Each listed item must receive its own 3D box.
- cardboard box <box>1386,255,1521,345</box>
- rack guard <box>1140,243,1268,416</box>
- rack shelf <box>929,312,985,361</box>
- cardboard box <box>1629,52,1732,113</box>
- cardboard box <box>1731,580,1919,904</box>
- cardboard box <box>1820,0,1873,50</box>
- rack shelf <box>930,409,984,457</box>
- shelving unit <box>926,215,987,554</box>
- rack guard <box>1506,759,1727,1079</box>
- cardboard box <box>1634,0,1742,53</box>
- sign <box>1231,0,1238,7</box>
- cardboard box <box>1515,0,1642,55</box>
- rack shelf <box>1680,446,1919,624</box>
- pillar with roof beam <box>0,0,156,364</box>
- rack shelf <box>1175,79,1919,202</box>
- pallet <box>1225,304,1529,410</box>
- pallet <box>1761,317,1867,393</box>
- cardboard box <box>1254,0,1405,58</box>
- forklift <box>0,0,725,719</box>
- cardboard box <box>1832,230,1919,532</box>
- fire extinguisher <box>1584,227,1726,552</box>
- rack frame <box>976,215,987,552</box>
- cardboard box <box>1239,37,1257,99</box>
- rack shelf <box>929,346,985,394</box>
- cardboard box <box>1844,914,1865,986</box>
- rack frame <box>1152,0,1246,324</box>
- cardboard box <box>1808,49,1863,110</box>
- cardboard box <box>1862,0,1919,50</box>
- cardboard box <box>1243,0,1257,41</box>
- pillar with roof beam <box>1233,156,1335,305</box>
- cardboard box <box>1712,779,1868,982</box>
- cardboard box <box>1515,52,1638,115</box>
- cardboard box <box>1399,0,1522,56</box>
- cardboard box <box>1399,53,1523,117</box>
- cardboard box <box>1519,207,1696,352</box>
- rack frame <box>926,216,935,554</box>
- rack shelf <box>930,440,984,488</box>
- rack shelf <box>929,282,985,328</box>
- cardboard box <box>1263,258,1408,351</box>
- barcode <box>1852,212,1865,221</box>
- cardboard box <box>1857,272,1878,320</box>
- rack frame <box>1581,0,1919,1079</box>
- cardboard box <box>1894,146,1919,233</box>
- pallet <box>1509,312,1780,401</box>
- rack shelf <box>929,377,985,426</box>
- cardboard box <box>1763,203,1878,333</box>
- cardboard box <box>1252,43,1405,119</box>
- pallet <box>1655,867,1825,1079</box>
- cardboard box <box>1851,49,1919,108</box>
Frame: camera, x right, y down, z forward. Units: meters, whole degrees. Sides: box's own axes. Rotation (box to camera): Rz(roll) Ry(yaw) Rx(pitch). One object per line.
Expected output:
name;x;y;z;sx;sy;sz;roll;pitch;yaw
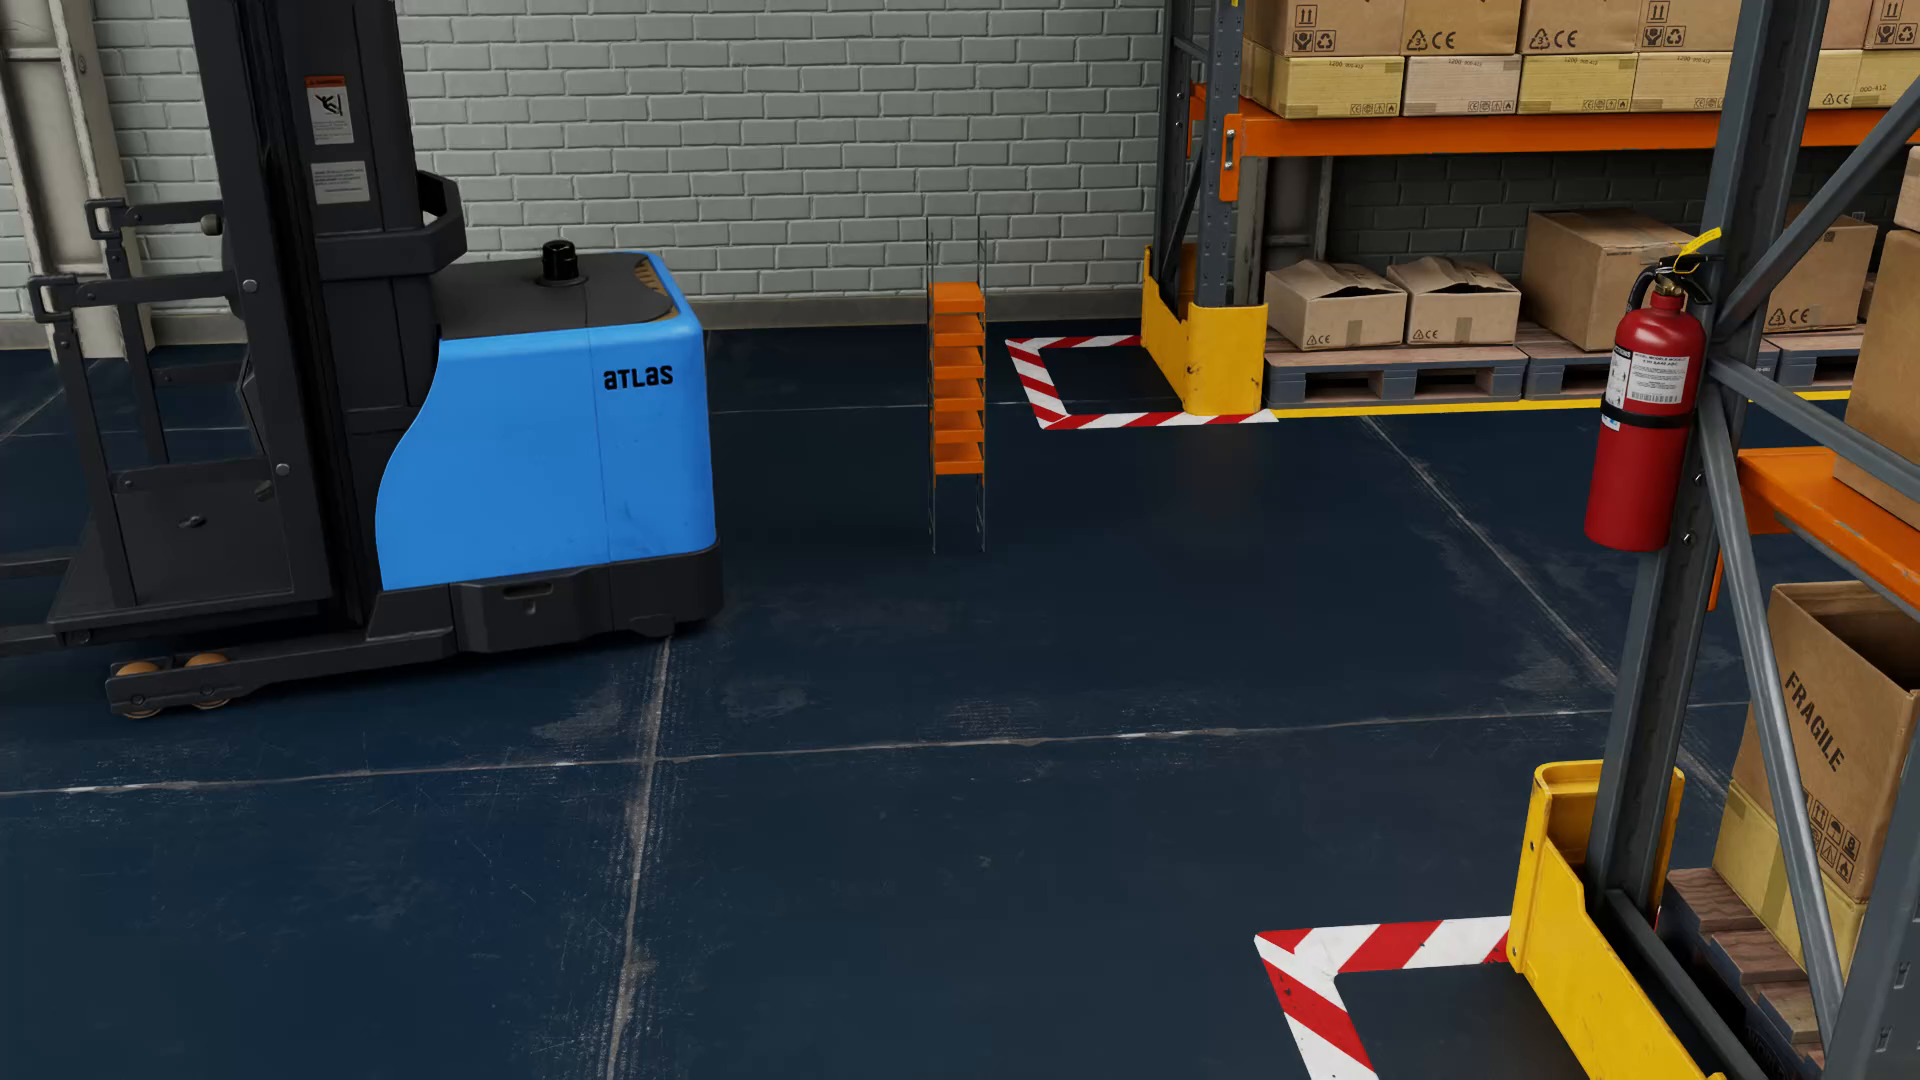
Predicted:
cardboard box;2.336;-1.155;7.923;0.500;0.311;0.500;0;24;-1
rack guard;1.147;-1.029;7.950;0.348;0.500;1.175;-2;24;-5
rack shelf;-0.014;-0.726;5.926;0.180;0.103;0.258;-2;24;-5
cardboard box;3.114;-2.064;7.360;0.500;0.250;0.500;-2;24;-5
cardboard box;2.066;0.414;3.570;0.500;0.500;0.500;-2;24;-5
cardboard box;3.613;-2.429;7.259;0.500;0.500;0.500;-3;24;-7
rack shelf;-0.014;-0.397;6.072;0.180;0.103;0.258;-2;24;-5
shelving unit;-0.014;-0.548;6.005;0.189;1.200;0.258;-2;24;-5
rack guard;1.538;0.977;3.436;0.348;0.500;1.175;-2;24;-5
cardboard box;3.096;-2.408;7.212;0.500;0.500;0.500;-2;24;-3
sign;1.125;-2.345;6.766;0.005;0.325;0.100;-2;24;-5
cardboard box;2.583;-2.383;7.155;0.500;0.500;0.500;-3;24;-7
rack shelf;3.552;0.083;3.256;4.000;0.370;1.077;-2;24;-5
pillar with roof beam;-3.865;-3.308;2.612;0.400;9.000;9.100;-2;24;-5
rack shelf;3.061;-1.919;7.761;4.000;0.370;1.077;-2;24;-5
pallet;1.959;-0.915;8.049;1.213;0.211;1.003;-2;24;-5
pallet;4.387;-1.013;8.268;1.213;0.211;1.003;-2;24;-5
cardboard box;1.576;-2.349;7.079;0.500;0.500;0.500;-2;24;-5
forklift;-2.365;-1.039;4.980;3.031;2.935;1.130;-7;25;-16
cardboard box;2.027;-0.225;2.941;0.500;0.500;0.700;-2;24;-5
fire extinguisher;1.398;-0.314;3.358;0.183;0.674;0.296;-2;24;-5
rack frame;0.077;-0.551;6.013;0.006;1.200;0.240;-2;24;-5
cardboard box;1.517;-2.206;7.680;0.500;0.250;0.500;-2;24;-4
rack shelf;-0.014;-0.617;5.974;0.180;0.103;0.258;-2;24;-5
cardboard box;2.117;0.967;3.250;0.500;0.250;0.500;-2;24;-5
rack frame;1.071;-2.168;7.435;0.127;3.000;1.000;-2;24;-5
cardboard box;3.614;-2.084;7.406;0.500;0.250;0.500;-2;24;-5
cardboard box;4.115;-2.445;7.295;0.500;0.500;0.500;-2;24;-5
cardboard box;1.519;-2.556;7.545;0.500;0.500;0.500;-3;24;-6
pillar with roof beam;2.106;-3.547;3.151;0.400;9.000;9.100;-2;24;-5
cardboard box;2.066;0.758;3.721;0.500;0.250;0.500;-2;24;-5
cardboard box;2.611;-2.044;7.317;0.500;0.250;0.500;-3;24;-6
cardboard box;2.068;-2.365;7.114;0.500;0.500;0.500;-2;24;-5
cardboard box;2.103;-2.027;7.276;0.500;0.250;0.500;-3;24;-7
cardboard box;3.071;-1.250;7.905;0.500;0.500;0.700;-4;24;-8
rack frame;-0.105;-0.544;5.997;0.006;1.200;0.240;-2;24;-5
rack shelf;-0.014;-0.288;6.121;0.180;0.103;0.258;-2;24;-5
rack shelf;-0.014;-0.836;5.877;0.180;0.103;0.258;-2;24;-5
cardboard box;1.768;-1.132;7.872;0.500;0.311;0.500;-5;24;-11
barcode;4.491;-1.608;8.317;0.075;0.075;0.001;-2;24;-5
cardboard box;4.522;-1.201;8.205;0.250;0.166;0.380;-5;25;-12
rack frame;1.562;-0.166;2.931;0.127;3.000;1.000;-2;24;-5
cardboard box;1.923;-0.601;2.986;0.250;0.149;0.380;-3;24;-6
pallet;3.170;-0.963;8.156;1.213;0.211;1.003;-2;24;-5
rack shelf;-0.014;-0.507;6.023;0.180;0.103;0.258;-2;24;-5
cardboard box;4.023;-1.329;8.083;0.500;0.500;0.500;-4;24;-9
cardboard box;1.588;-2.000;7.217;0.500;0.250;0.500;-3;24;-7
pallet;2.319;1.061;3.604;1.213;0.211;1.003;-2;24;-5
cardboard box;4.113;-2.111;7.465;0.500;0.250;0.500;-2;24;-5
